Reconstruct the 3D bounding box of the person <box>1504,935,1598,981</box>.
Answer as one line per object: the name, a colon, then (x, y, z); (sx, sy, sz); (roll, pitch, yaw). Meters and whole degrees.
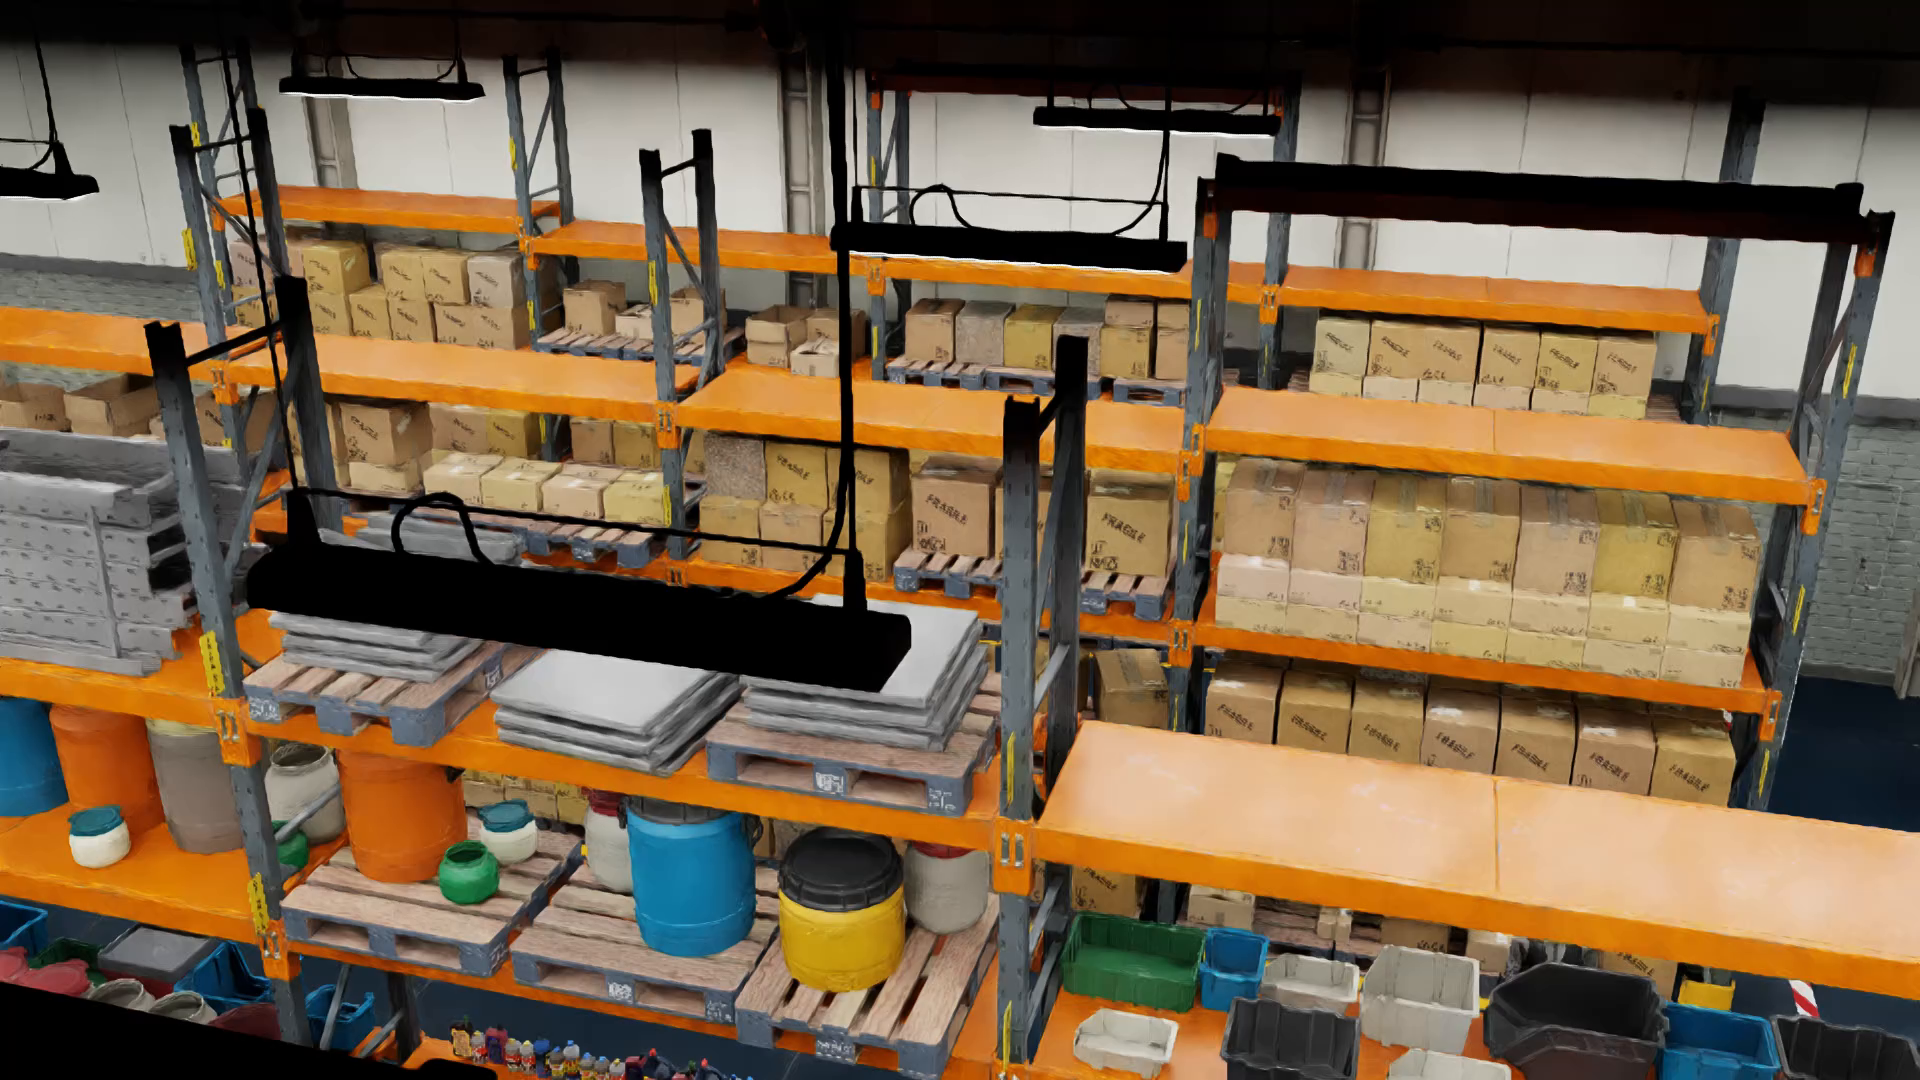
person: (3.900, 3.103, 11.012); (0.659, 1.728, 0.382); (6, 23, 15)
